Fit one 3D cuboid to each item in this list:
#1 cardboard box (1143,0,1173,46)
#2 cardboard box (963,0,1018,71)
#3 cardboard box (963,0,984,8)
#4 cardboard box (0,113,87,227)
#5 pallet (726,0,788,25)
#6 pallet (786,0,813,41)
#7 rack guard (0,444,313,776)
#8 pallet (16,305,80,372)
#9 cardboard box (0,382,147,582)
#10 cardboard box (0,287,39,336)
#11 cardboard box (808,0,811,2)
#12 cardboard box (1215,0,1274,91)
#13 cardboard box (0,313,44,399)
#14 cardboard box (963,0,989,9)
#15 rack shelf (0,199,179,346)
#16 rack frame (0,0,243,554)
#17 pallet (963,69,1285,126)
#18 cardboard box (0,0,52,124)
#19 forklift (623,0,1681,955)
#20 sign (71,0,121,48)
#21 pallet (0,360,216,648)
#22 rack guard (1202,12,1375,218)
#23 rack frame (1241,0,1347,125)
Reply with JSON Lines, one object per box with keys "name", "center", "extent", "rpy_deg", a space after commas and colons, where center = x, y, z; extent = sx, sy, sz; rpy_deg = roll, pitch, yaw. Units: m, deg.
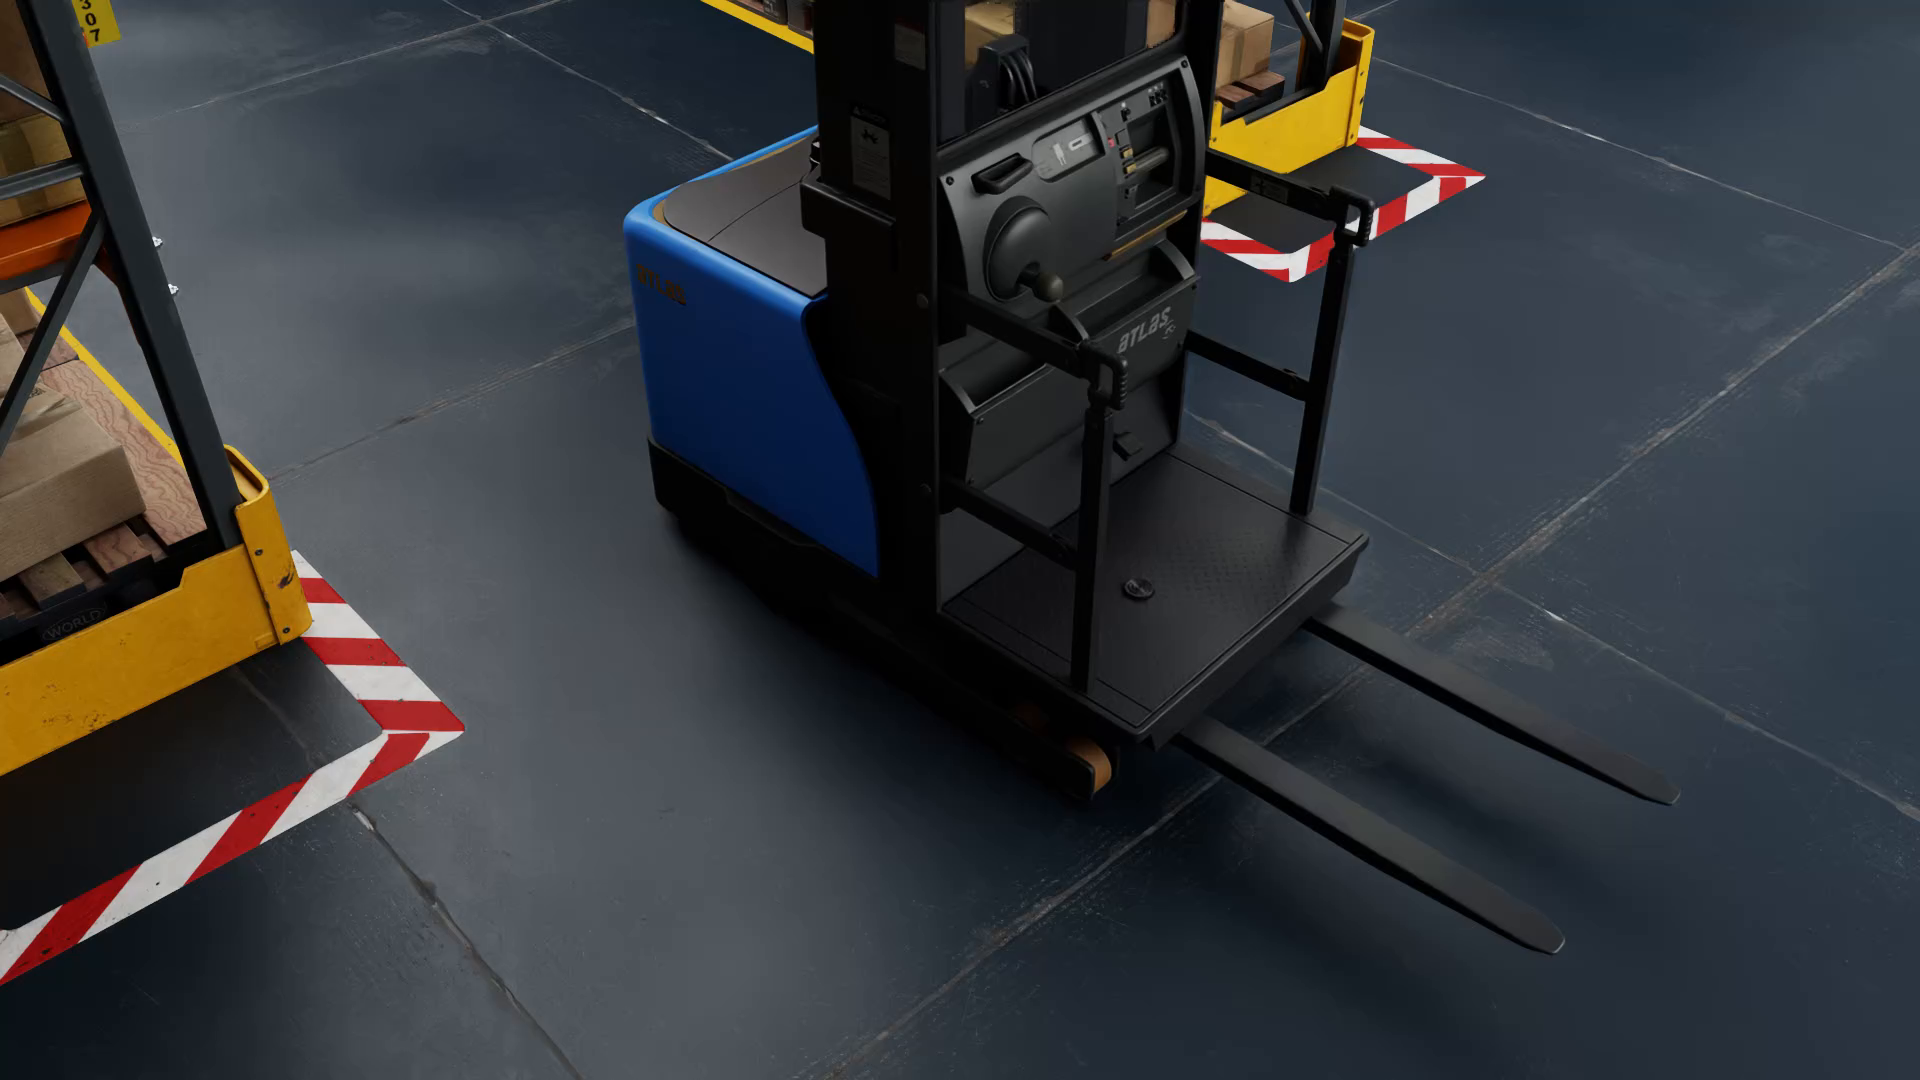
{"name": "cardboard box", "center": [0.670, -2.323, 6.996], "extent": [0.500, 0.500, 0.500], "rpy_deg": [-30, 48, -32]}
{"name": "cardboard box", "center": [0.325, -2.258, 7.513], "extent": [0.500, 0.250, 0.500], "rpy_deg": [-30, 48, -32]}
{"name": "cardboard box", "center": [-0.017, -2.779, 7.561], "extent": [0.500, 0.500, 0.500], "rpy_deg": [-30, 48, -32]}
{"name": "cardboard box", "center": [-2.490, -1.019, 4.228], "extent": [0.500, 0.250, 0.500], "rpy_deg": [-31, 48, -33]}
{"name": "pallet", "center": [-0.946, -3.196, 9.039], "extent": [1.003, 0.211, 1.213], "rpy_deg": [-30, 48, -32]}
{"name": "pallet", "center": [-0.117, -2.631, 8.340], "extent": [1.003, 0.211, 1.213], "rpy_deg": [-30, 48, -32]}
{"name": "rack guard", "center": [-2.445, 0.229, 4.569], "extent": [1.175, 0.500, 0.348], "rpy_deg": [-30, 48, -32]}
{"name": "pallet", "center": [-3.790, -0.614, 5.843], "extent": [1.003, 0.211, 1.213], "rpy_deg": [-30, 48, -32]}
{"name": "cardboard box", "center": [-2.796, -0.192, 4.890], "extent": [0.500, 0.311, 0.500], "rpy_deg": [29, 47, 31]}
{"name": "cardboard box", "center": [-3.641, -0.890, 5.604], "extent": [0.500, 0.500, 0.700], "rpy_deg": [31, 48, 33]}
{"name": "cardboard box", "center": [-0.694, -2.950, 8.369], "extent": [0.500, 0.250, 0.500], "rpy_deg": [-30, 48, -32]}
{"name": "cardboard box", "center": [1.053, -2.252, 7.505], "extent": [0.500, 0.250, 0.500], "rpy_deg": [-30, 48, -32]}
{"name": "cardboard box", "center": [-3.181, -0.456, 5.217], "extent": [0.500, 0.311, 0.500], "rpy_deg": [-26, 46, -28]}
{"name": "cardboard box", "center": [-0.015, -2.489, 7.798], "extent": [0.500, 0.250, 0.500], "rpy_deg": [-30, 48, -32]}
{"name": "rack shelf", "center": [-3.747, -1.354, 5.112], "extent": [1.077, 0.370, 4.000], "rpy_deg": [-30, 48, -32]}
{"name": "rack frame", "center": [-2.394, -0.709, 3.740], "extent": [1.000, 3.000, 0.127], "rpy_deg": [-30, 48, -32]}
{"name": "pallet", "center": [0.704, -2.067, 7.641], "extent": [1.003, 0.211, 1.213], "rpy_deg": [-30, 48, -32]}
{"name": "cardboard box", "center": [-2.496, -1.298, 3.977], "extent": [0.500, 0.500, 0.500], "rpy_deg": [-30, 48, -32]}
{"name": "forklift", "center": [0.451, -0.832, 3.948], "extent": [3.031, 2.935, 1.130], "rpy_deg": [30, 48, 32]}
{"name": "sign", "center": [-1.995, -1.276, 3.754], "extent": [0.100, 0.325, 0.005], "rpy_deg": [-30, 48, -32]}
{"name": "pallet", "center": [-2.969, -0.050, 5.144], "extent": [1.003, 0.211, 1.213], "rpy_deg": [-30, 48, -32]}
{"name": "rack guard", "center": [1.269, -1.832, 7.120], "extent": [1.175, 0.500, 0.348], "rpy_deg": [-30, 48, -32]}
{"name": "rack frame", "center": [1.252, -2.815, 6.349], "extent": [1.000, 3.000, 0.127], "rpy_deg": [-30, 48, -32]}
